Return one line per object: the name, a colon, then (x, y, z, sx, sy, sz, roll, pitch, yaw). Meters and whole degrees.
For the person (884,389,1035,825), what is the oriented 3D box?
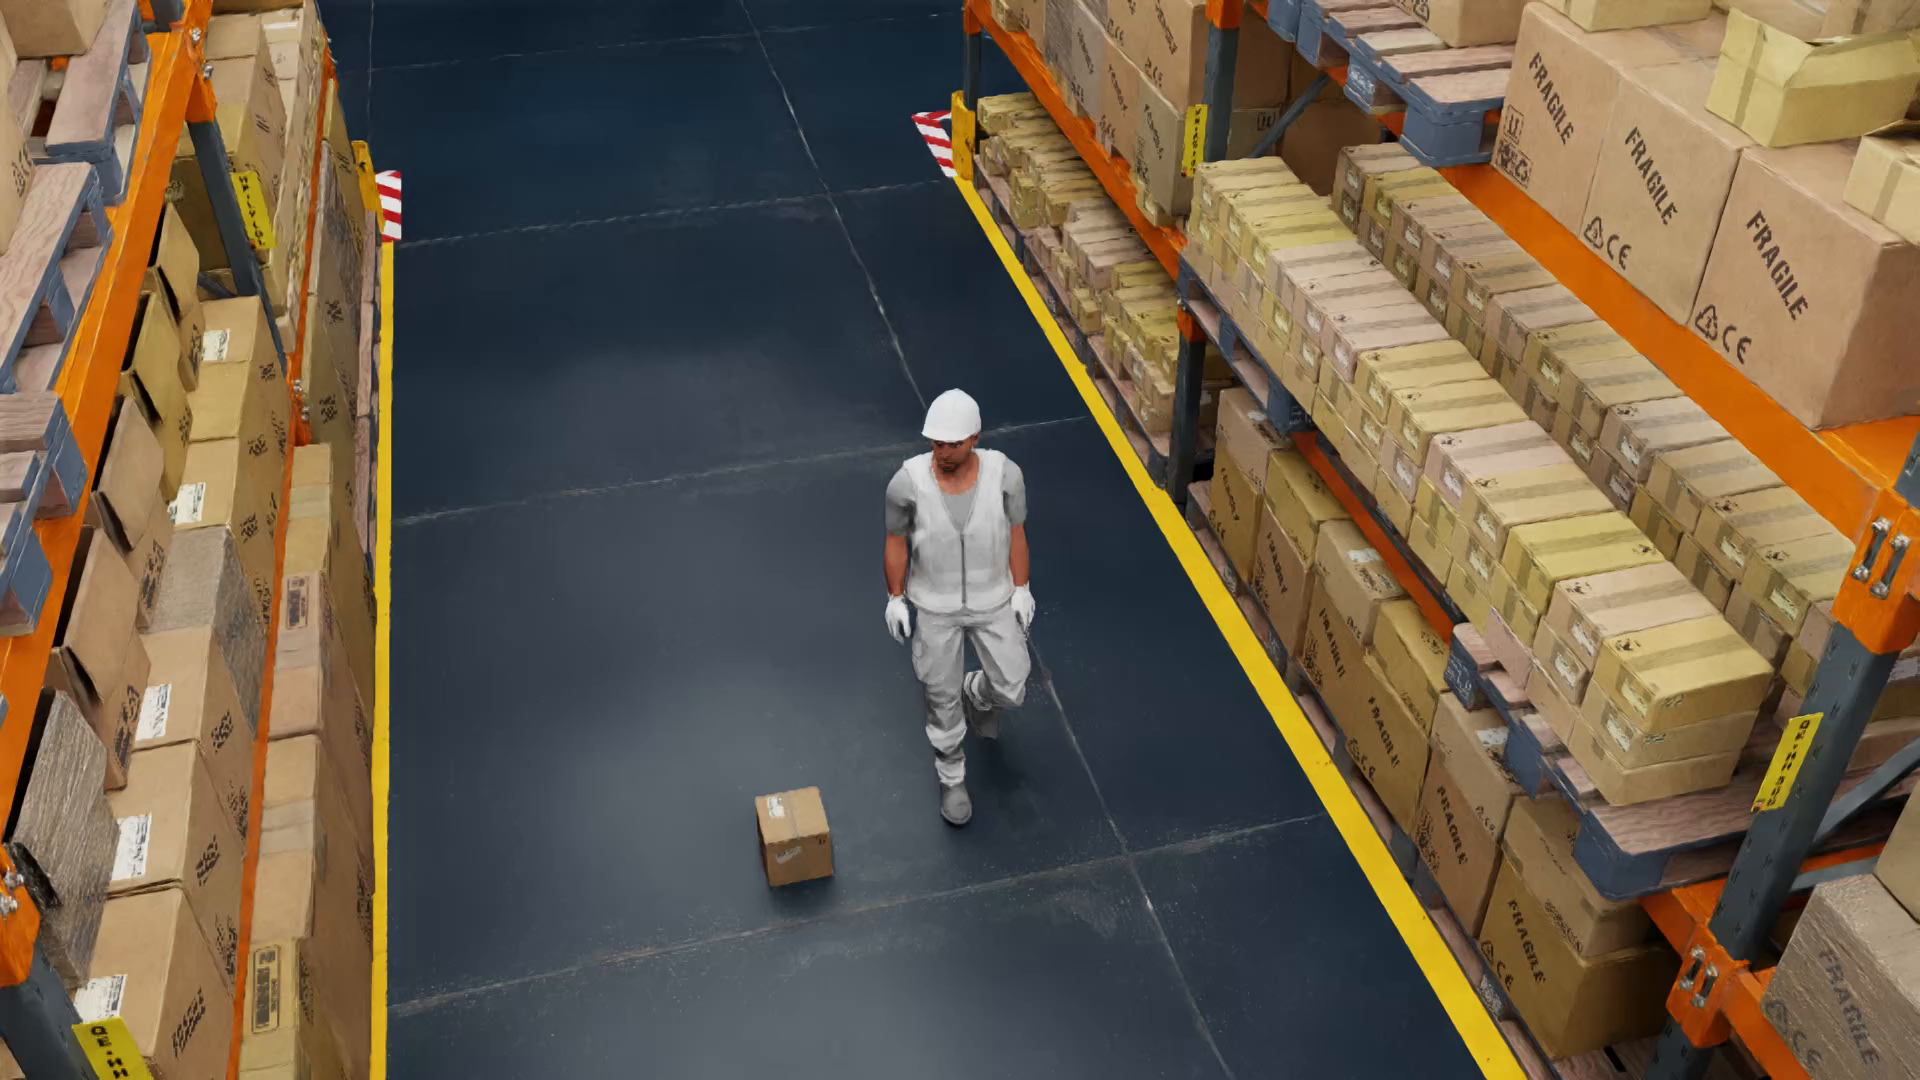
person: (0.009, 0.257, 6.355, 0.584, 1.779, 0.632, -4, 38, -6)
